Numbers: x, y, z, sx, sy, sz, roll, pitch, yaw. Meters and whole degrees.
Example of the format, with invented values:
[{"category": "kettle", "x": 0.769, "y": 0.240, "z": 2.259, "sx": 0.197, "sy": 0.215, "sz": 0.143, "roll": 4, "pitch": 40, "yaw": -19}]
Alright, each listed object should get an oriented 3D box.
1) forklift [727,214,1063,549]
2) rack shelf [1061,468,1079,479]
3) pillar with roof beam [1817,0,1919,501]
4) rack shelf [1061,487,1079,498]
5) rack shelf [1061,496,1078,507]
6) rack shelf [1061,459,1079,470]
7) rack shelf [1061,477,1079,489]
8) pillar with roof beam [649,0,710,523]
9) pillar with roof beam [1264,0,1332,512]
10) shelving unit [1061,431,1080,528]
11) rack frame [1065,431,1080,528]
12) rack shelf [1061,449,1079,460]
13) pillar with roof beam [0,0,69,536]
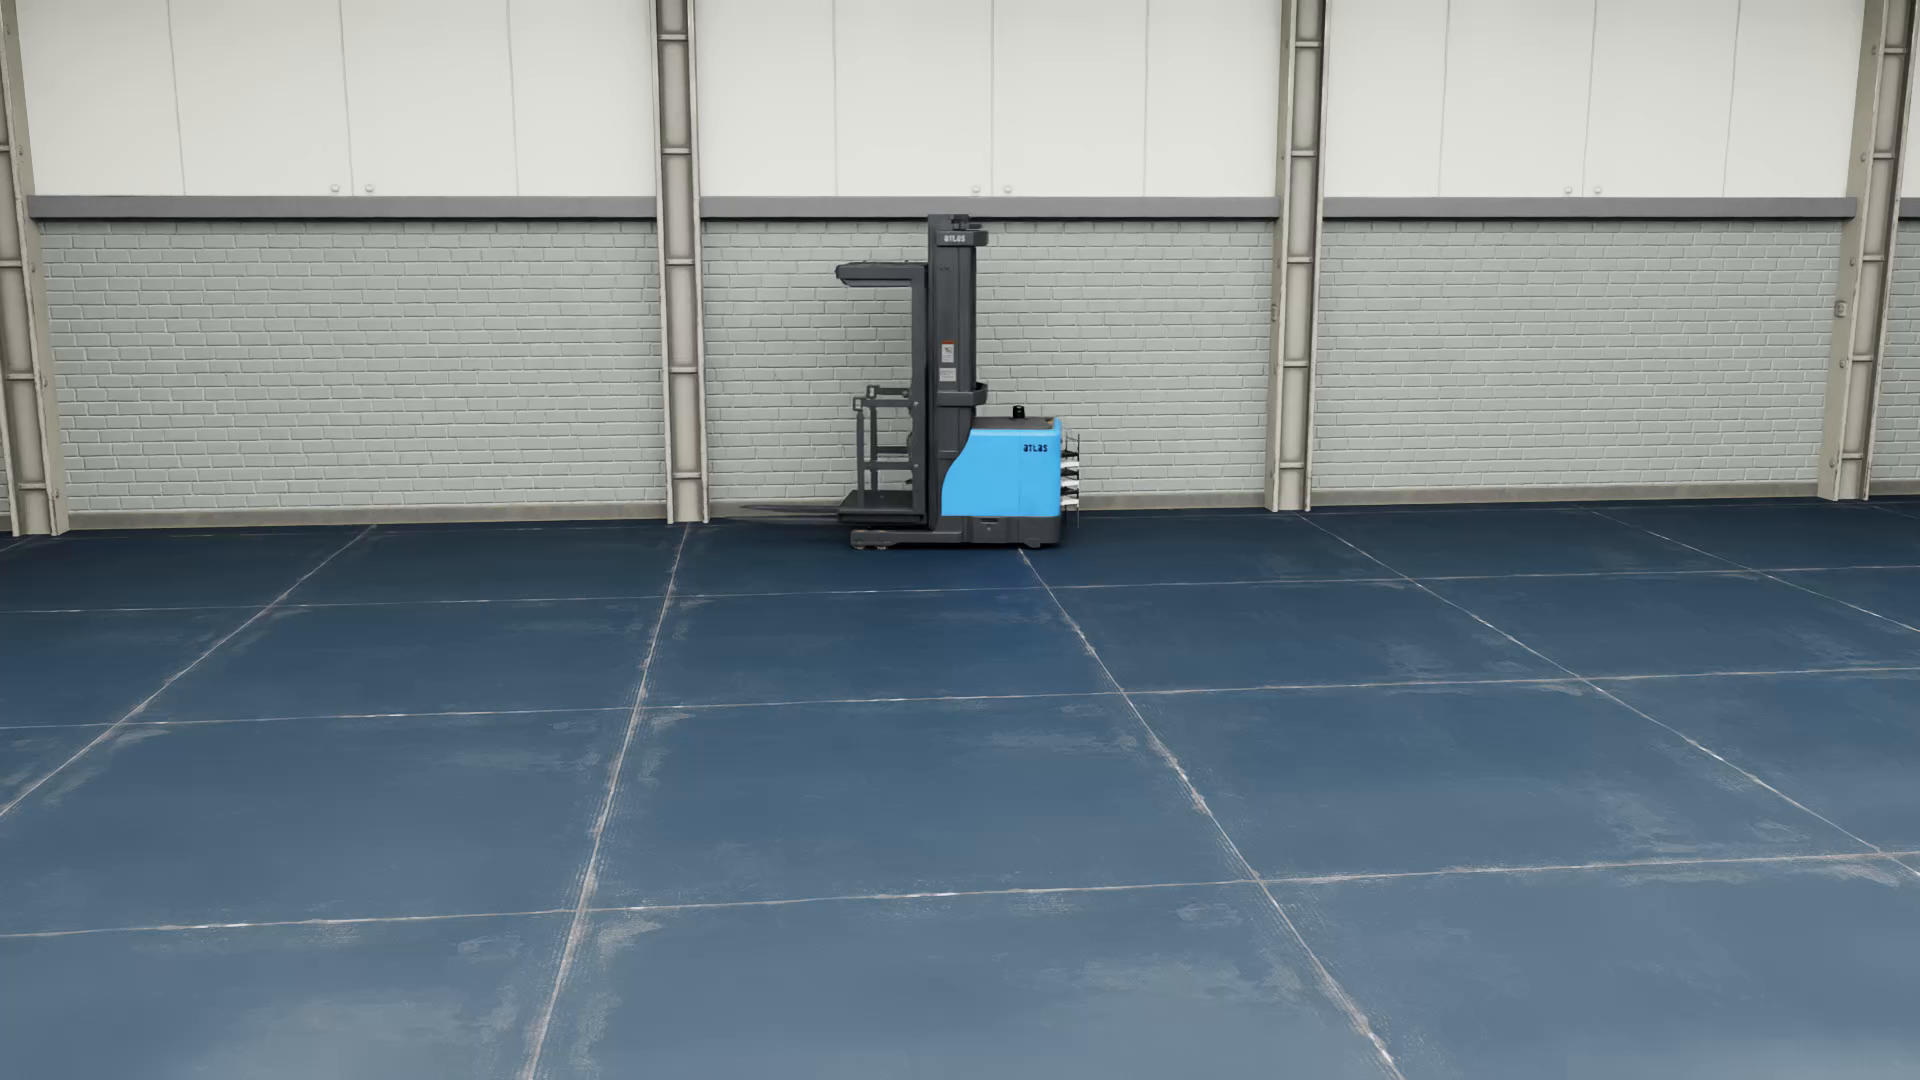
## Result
[{"category": "forklift", "x": -0.582, "y": -1.457, "z": 15.063, "sx": 3.031, "sy": 2.935, "sz": 1.130, "roll": 1, "pitch": 11, "yaw": 4}, {"category": "rack shelf", "x": 0.979, "y": -0.626, "z": 15.806, "sx": 0.200, "sy": 0.077, "sz": 0.258, "roll": -6, "pitch": 13, "yaw": -27}, {"category": "pillar with roof beam", "x": 9.748, "y": -4.033, "z": 12.439, "sx": 0.400, "sy": 9.000, "sz": 9.100, "roll": -1, "pitch": 11, "yaw": -6}, {"category": "rack shelf", "x": 0.979, "y": -0.449, "z": 15.841, "sx": 0.200, "sy": 0.077, "sz": 0.258, "roll": -6, "pitch": 13, "yaw": -27}, {"category": "rack shelf", "x": 0.979, "y": -0.361, "z": 15.858, "sx": 0.200, "sy": 0.077, "sz": 0.258, "roll": -6, "pitch": 13, "yaw": -27}, {"category": "rack shelf", "x": 0.979, "y": -0.714, "z": 15.789, "sx": 0.200, "sy": 0.077, "sz": 0.258, "roll": -6, "pitch": 13, "yaw": -27}, {"category": "rack shelf", "x": 0.979, "y": -0.537, "z": 15.823, "sx": 0.200, "sy": 0.077, "sz": 0.258, "roll": -6, "pitch": 13, "yaw": -27}, {"category": "pillar with roof beam", "x": -2.182, "y": -3.783, "z": 11.167, "sx": 0.400, "sy": 9.000, "sz": 9.100, "roll": -1, "pitch": 11, "yaw": -6}, {"category": "pillar with roof beam", "x": 3.783, "y": -3.908, "z": 11.803, "sx": 0.400, "sy": 9.000, "sz": 9.100, "roll": -1, "pitch": 11, "yaw": -6}, {"category": "shelving unit", "x": 0.979, "y": -0.570, "z": 15.817, "sx": 0.210, "sy": 0.900, "sz": 0.258, "roll": -6, "pitch": 13, "yaw": -27}, {"category": "rack frame", "x": 1.069, "y": -0.579, "z": 15.864, "sx": 0.006, "sy": 0.900, "sz": 0.240, "roll": -6, "pitch": 13, "yaw": -27}, {"category": "rack shelf", "x": 0.979, "y": -0.802, "z": 15.771, "sx": 0.200, "sy": 0.077, "sz": 0.258, "roll": -6, "pitch": 13, "yaw": -27}, {"category": "pillar with roof beam", "x": -8.147, "y": -3.658, "z": 10.531, "sx": 0.400, "sy": 9.000, "sz": 9.100, "roll": -1, "pitch": 11, "yaw": -6}]
